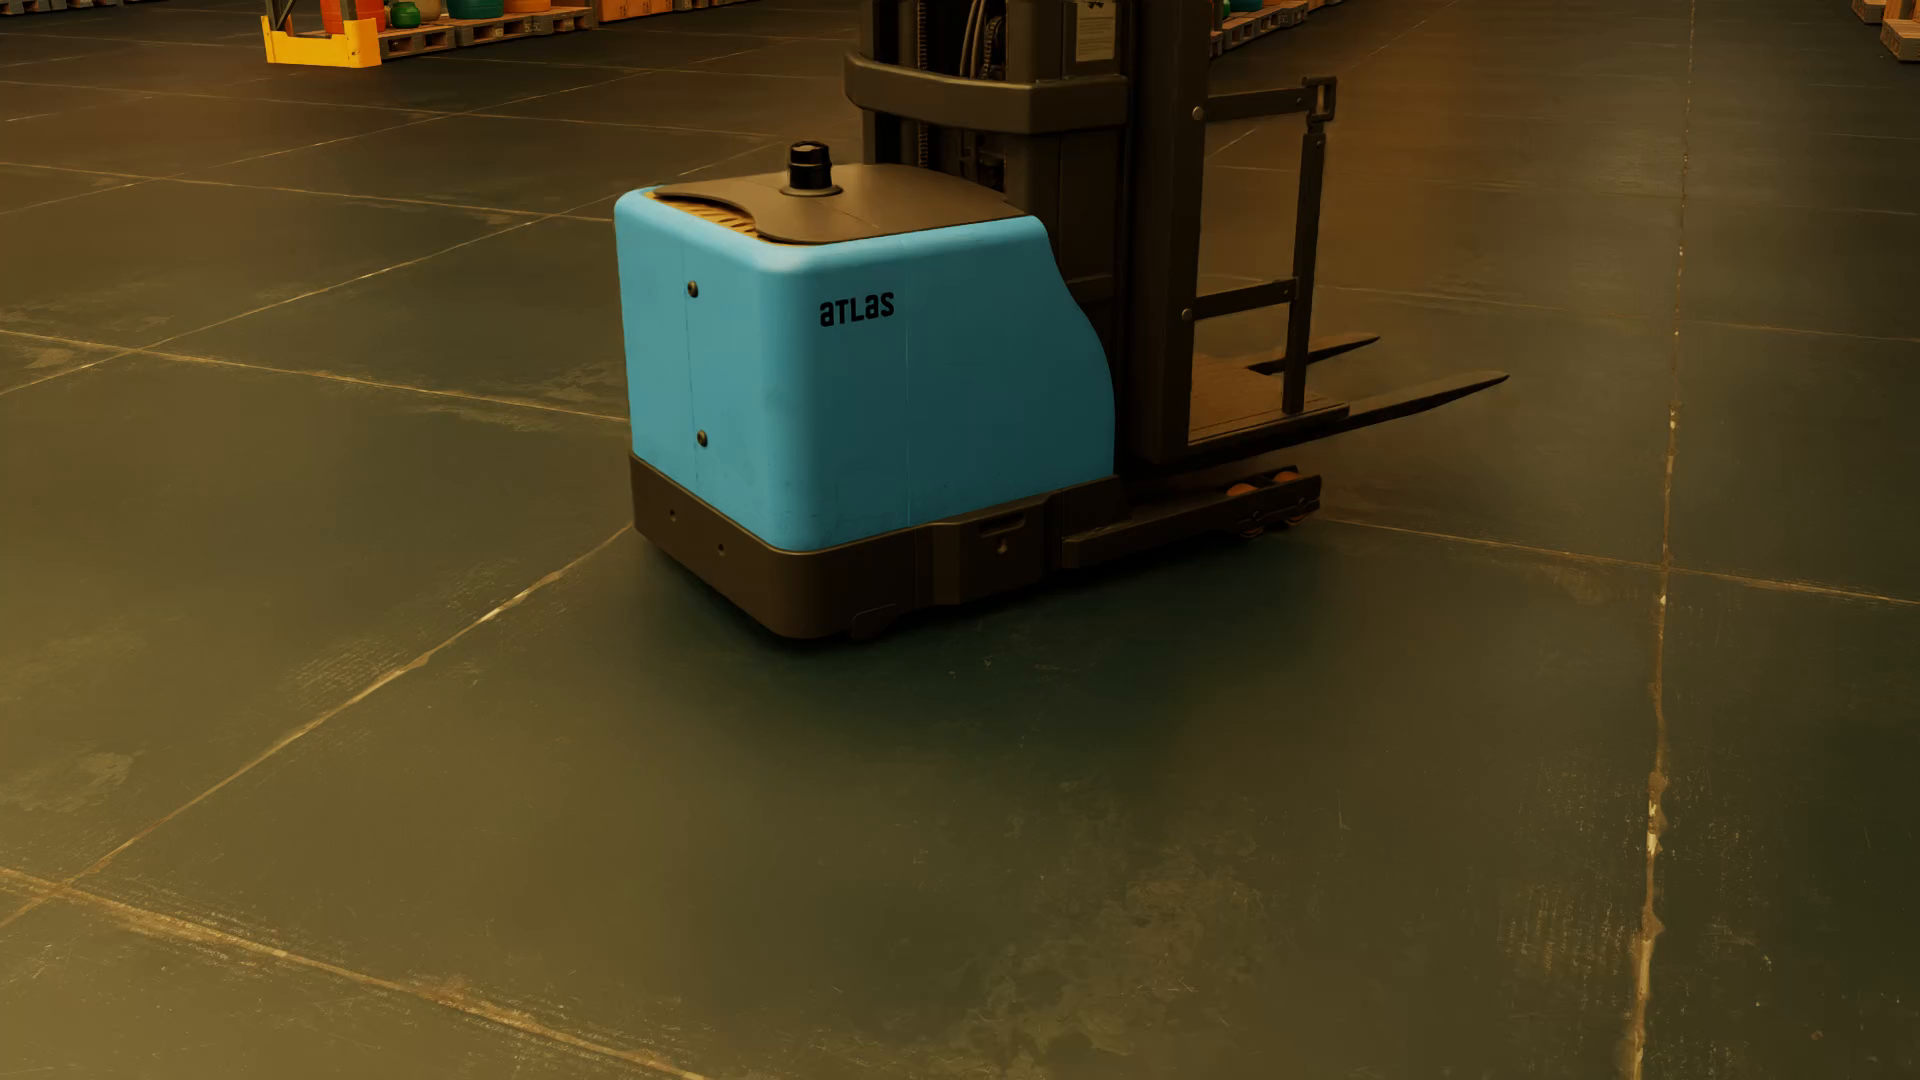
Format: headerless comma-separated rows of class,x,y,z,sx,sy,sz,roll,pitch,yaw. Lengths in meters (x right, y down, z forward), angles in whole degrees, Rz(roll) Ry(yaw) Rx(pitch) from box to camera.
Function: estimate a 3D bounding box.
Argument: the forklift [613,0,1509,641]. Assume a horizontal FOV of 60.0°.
forklift,0.520,-1.510,4.906,3.031,2.935,1.130,-15,27,-31
